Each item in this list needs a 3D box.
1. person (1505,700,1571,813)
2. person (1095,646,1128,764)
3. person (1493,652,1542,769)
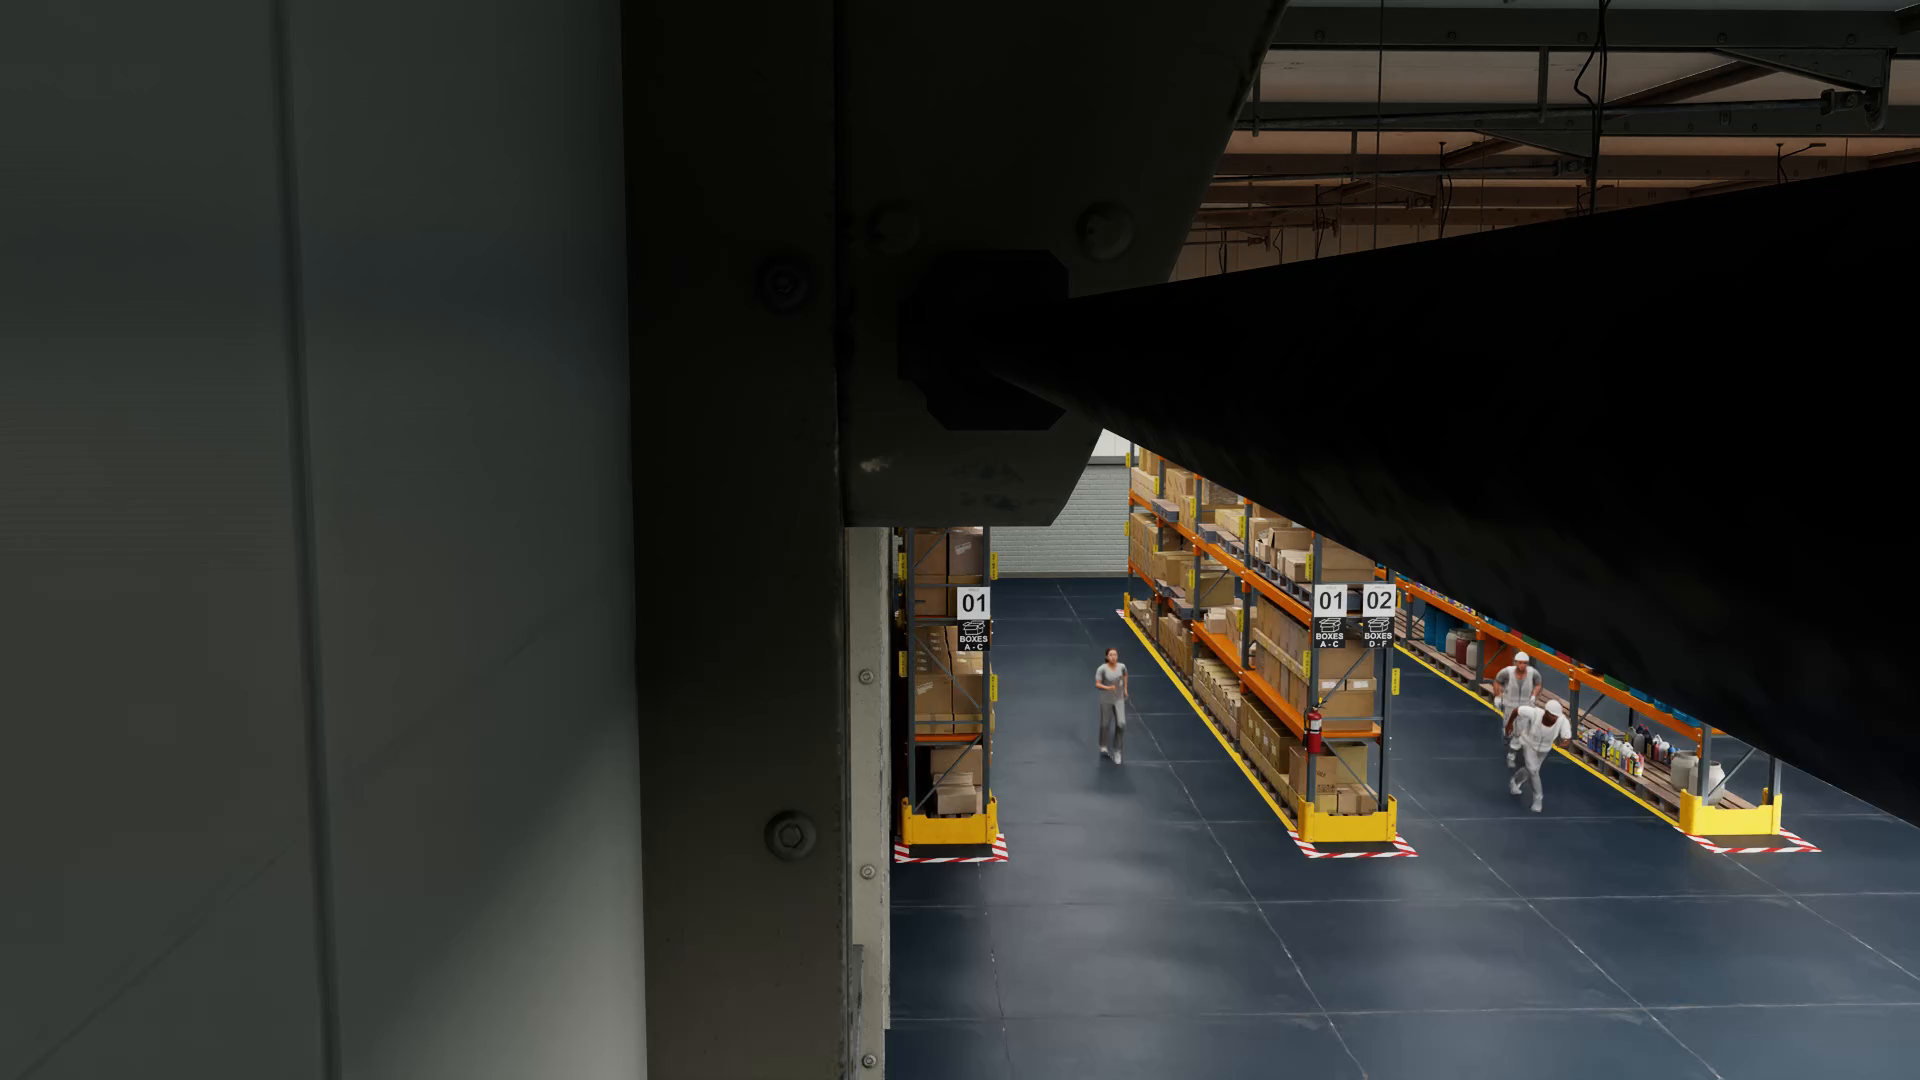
[{"bbox_3d":[7.624,2.779,21.998,0.694,1.534,1.156,0,7,-3],"label":"person"},{"bbox_3d":[2.228,2.394,24.345,0.542,1.713,0.816,-1,7,-9],"label":"person"},{"bbox_3d":[8.073,2.418,24.143,0.649,1.721,0.858,0,7,2],"label":"person"}]
